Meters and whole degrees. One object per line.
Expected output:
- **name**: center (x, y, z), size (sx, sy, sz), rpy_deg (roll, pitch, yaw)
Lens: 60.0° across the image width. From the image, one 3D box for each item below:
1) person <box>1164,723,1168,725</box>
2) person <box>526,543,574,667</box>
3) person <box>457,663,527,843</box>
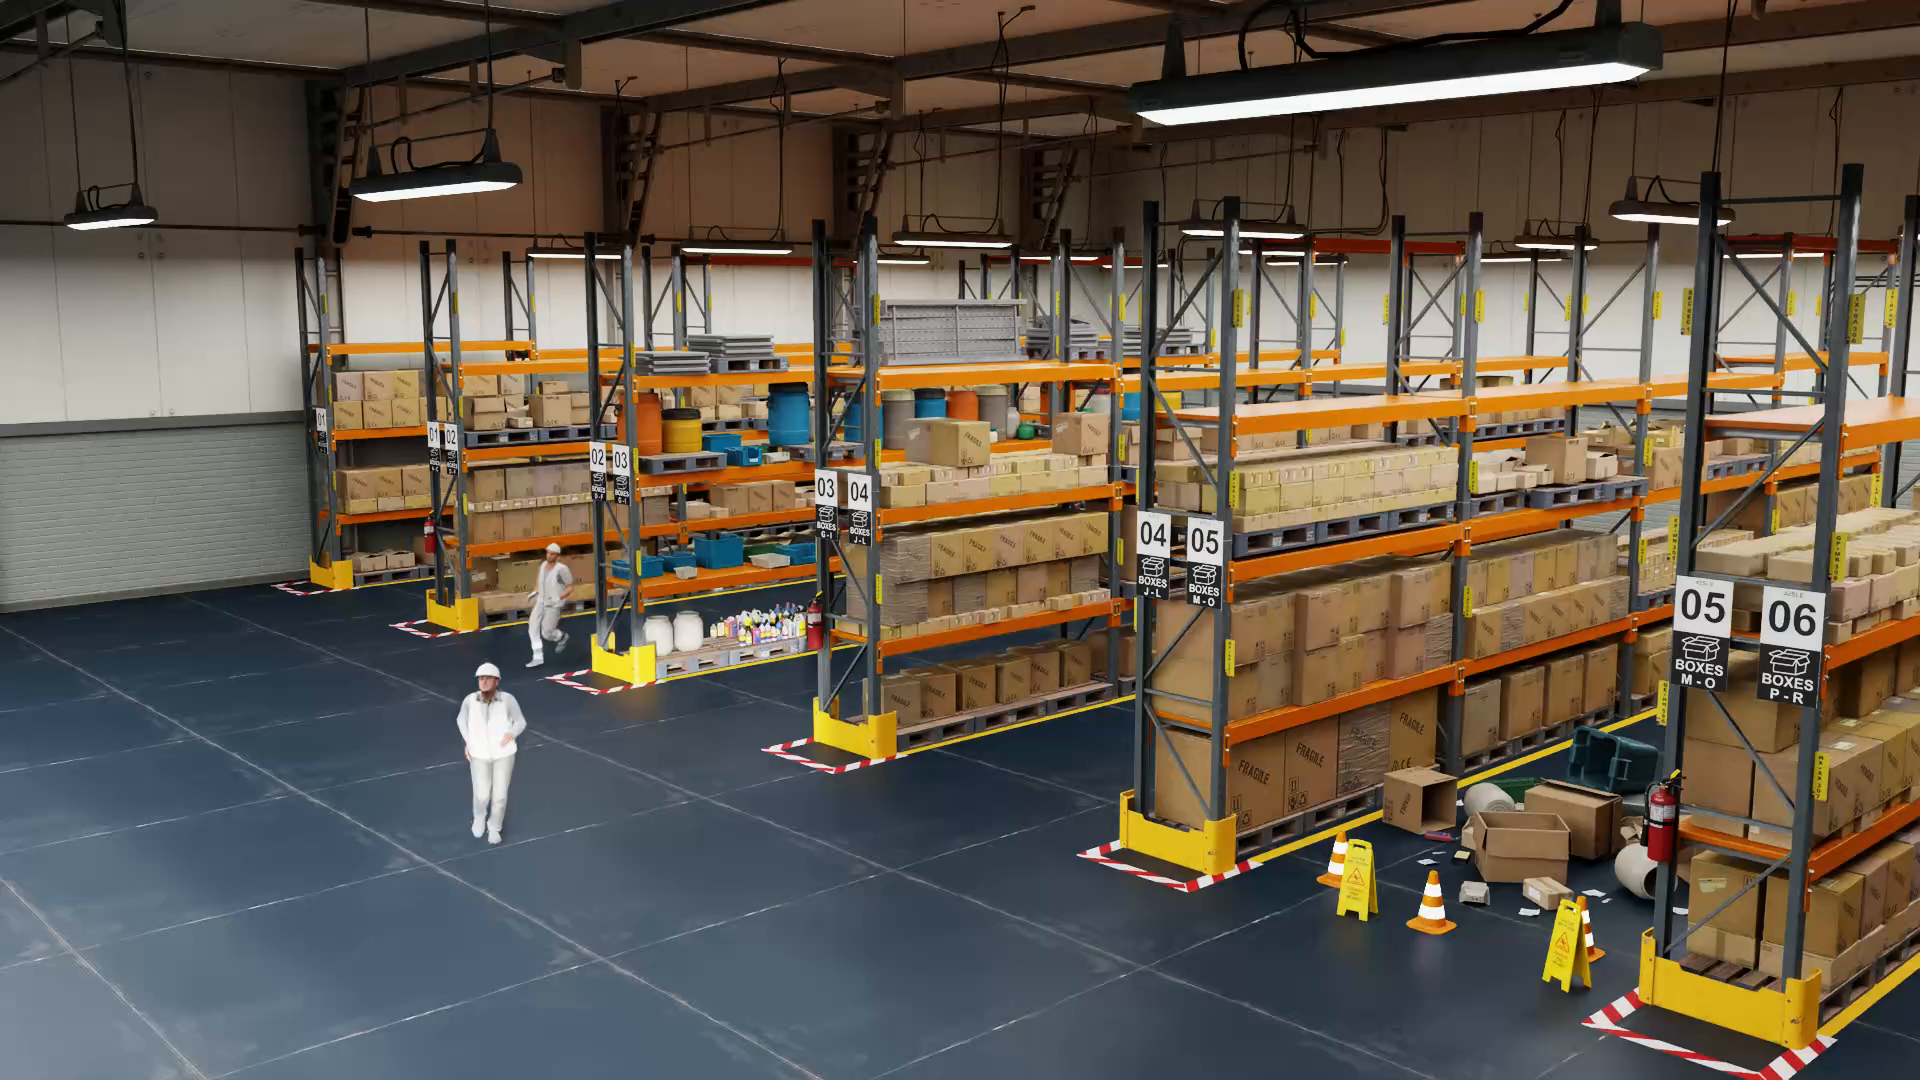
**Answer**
- **person**: center (2.404, 1.806, 17.826), size (0.538, 1.557, 0.549), rpy_deg (6, 11, 37)
- **person**: center (-5.722, 0.904, 23.356), size (0.710, 1.745, 0.740), rpy_deg (5, 10, 28)
- **person**: center (-4.405, 2.024, 15.646), size (0.645, 1.740, 0.584), rpy_deg (-2, 9, -11)
